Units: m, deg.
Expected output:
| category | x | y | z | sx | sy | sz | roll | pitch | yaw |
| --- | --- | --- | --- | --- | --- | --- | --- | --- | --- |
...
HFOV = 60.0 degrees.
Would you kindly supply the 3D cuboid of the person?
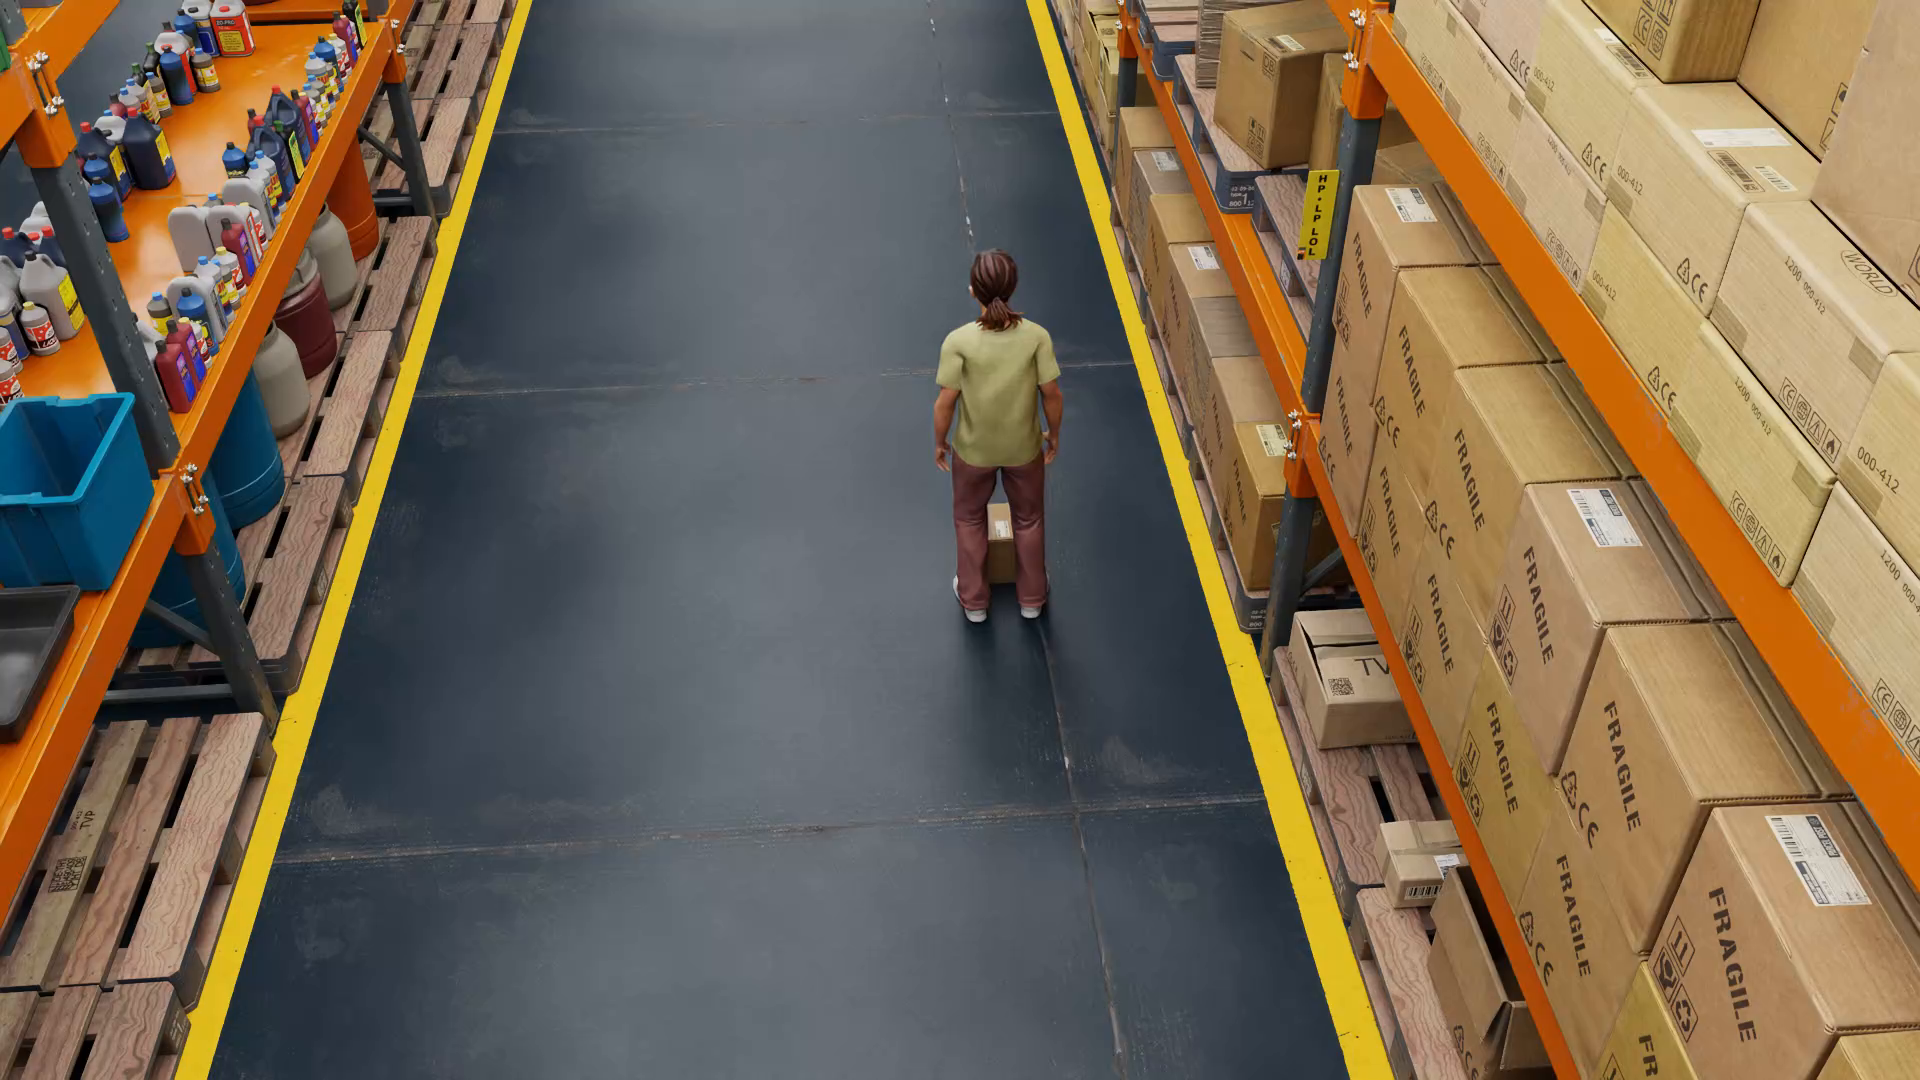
| category | x | y | z | sx | sy | sz | roll | pitch | yaw |
| --- | --- | --- | --- | --- | --- | --- | --- | --- | --- |
| person | 0.146 | -0.377 | 6.617 | 0.506 | 1.672 | 0.352 | -3 | 39 | -4 |
